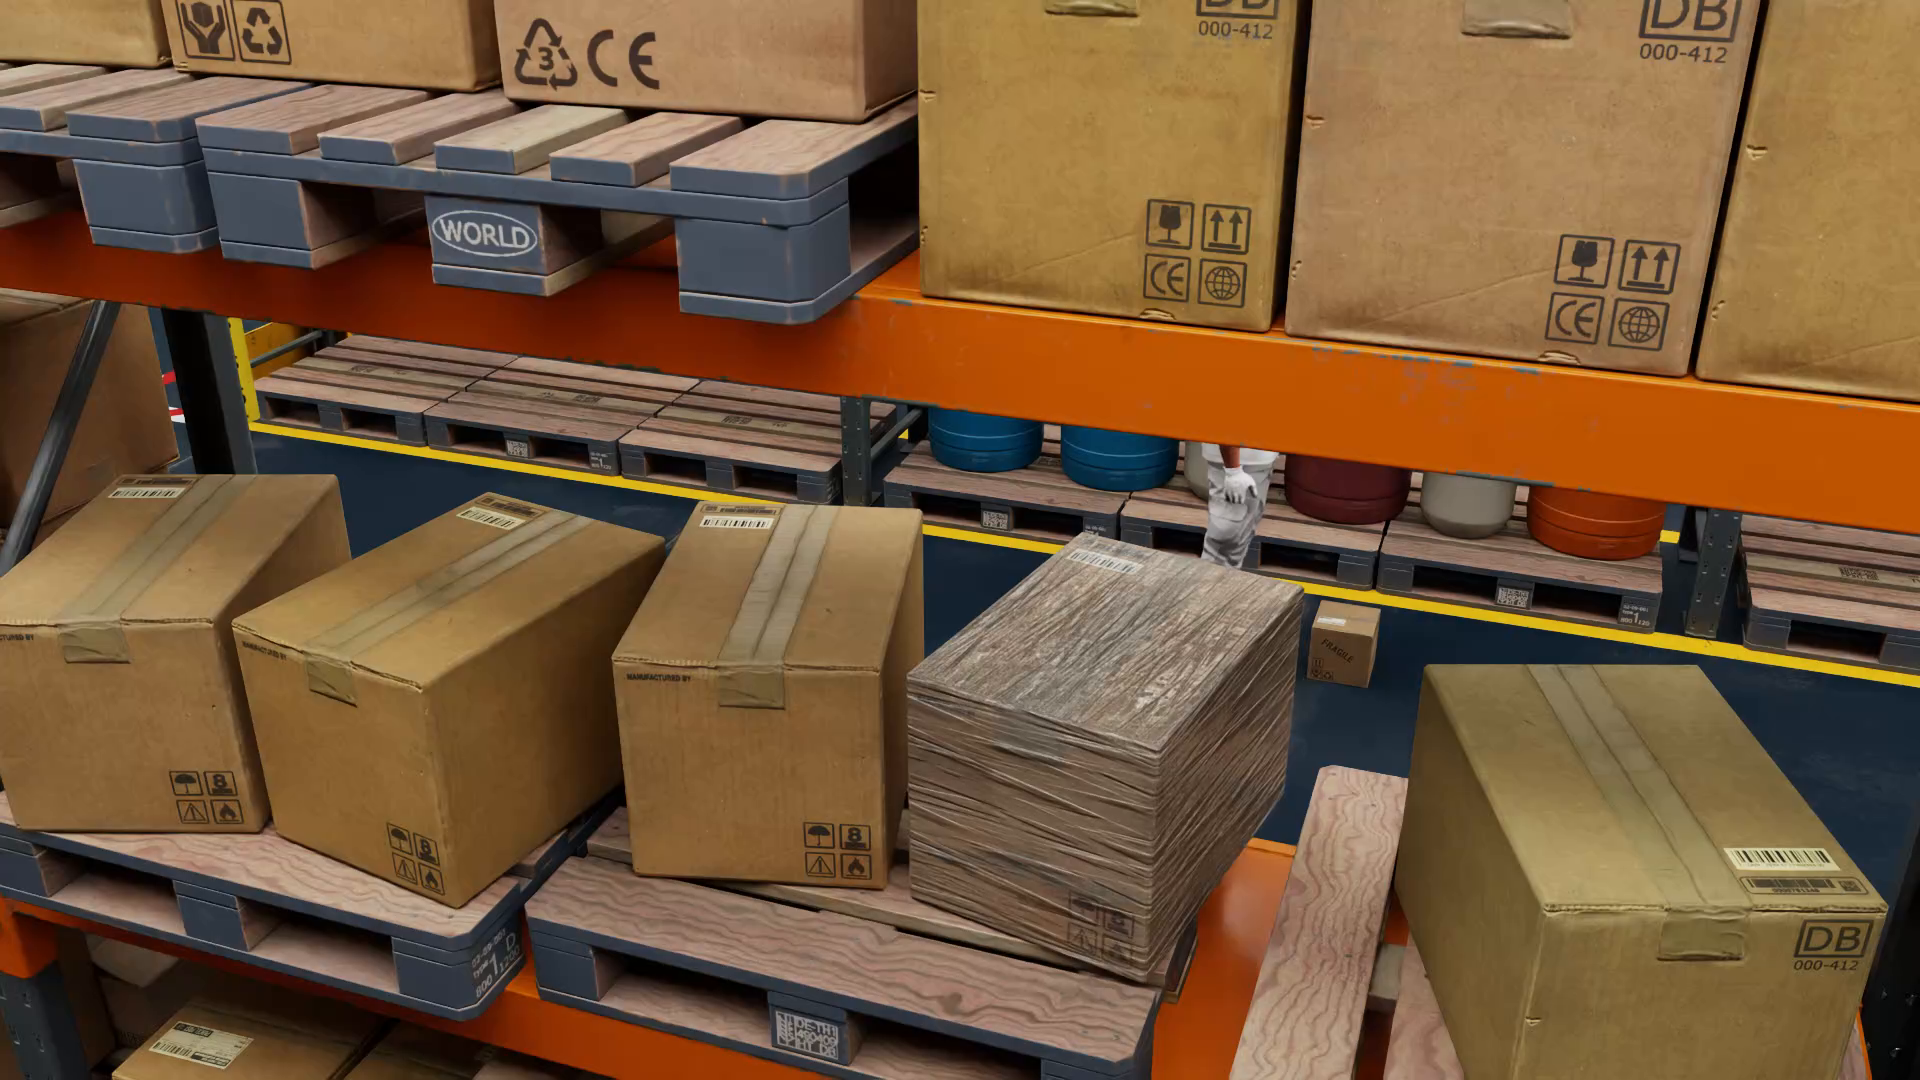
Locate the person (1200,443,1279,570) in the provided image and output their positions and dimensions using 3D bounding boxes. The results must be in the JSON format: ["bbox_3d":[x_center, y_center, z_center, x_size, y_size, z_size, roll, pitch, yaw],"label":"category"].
[{"bbox_3d":[1.152,-0.340,6.789,0.331,1.790,0.523,9,27,19],"label":"person"}]
